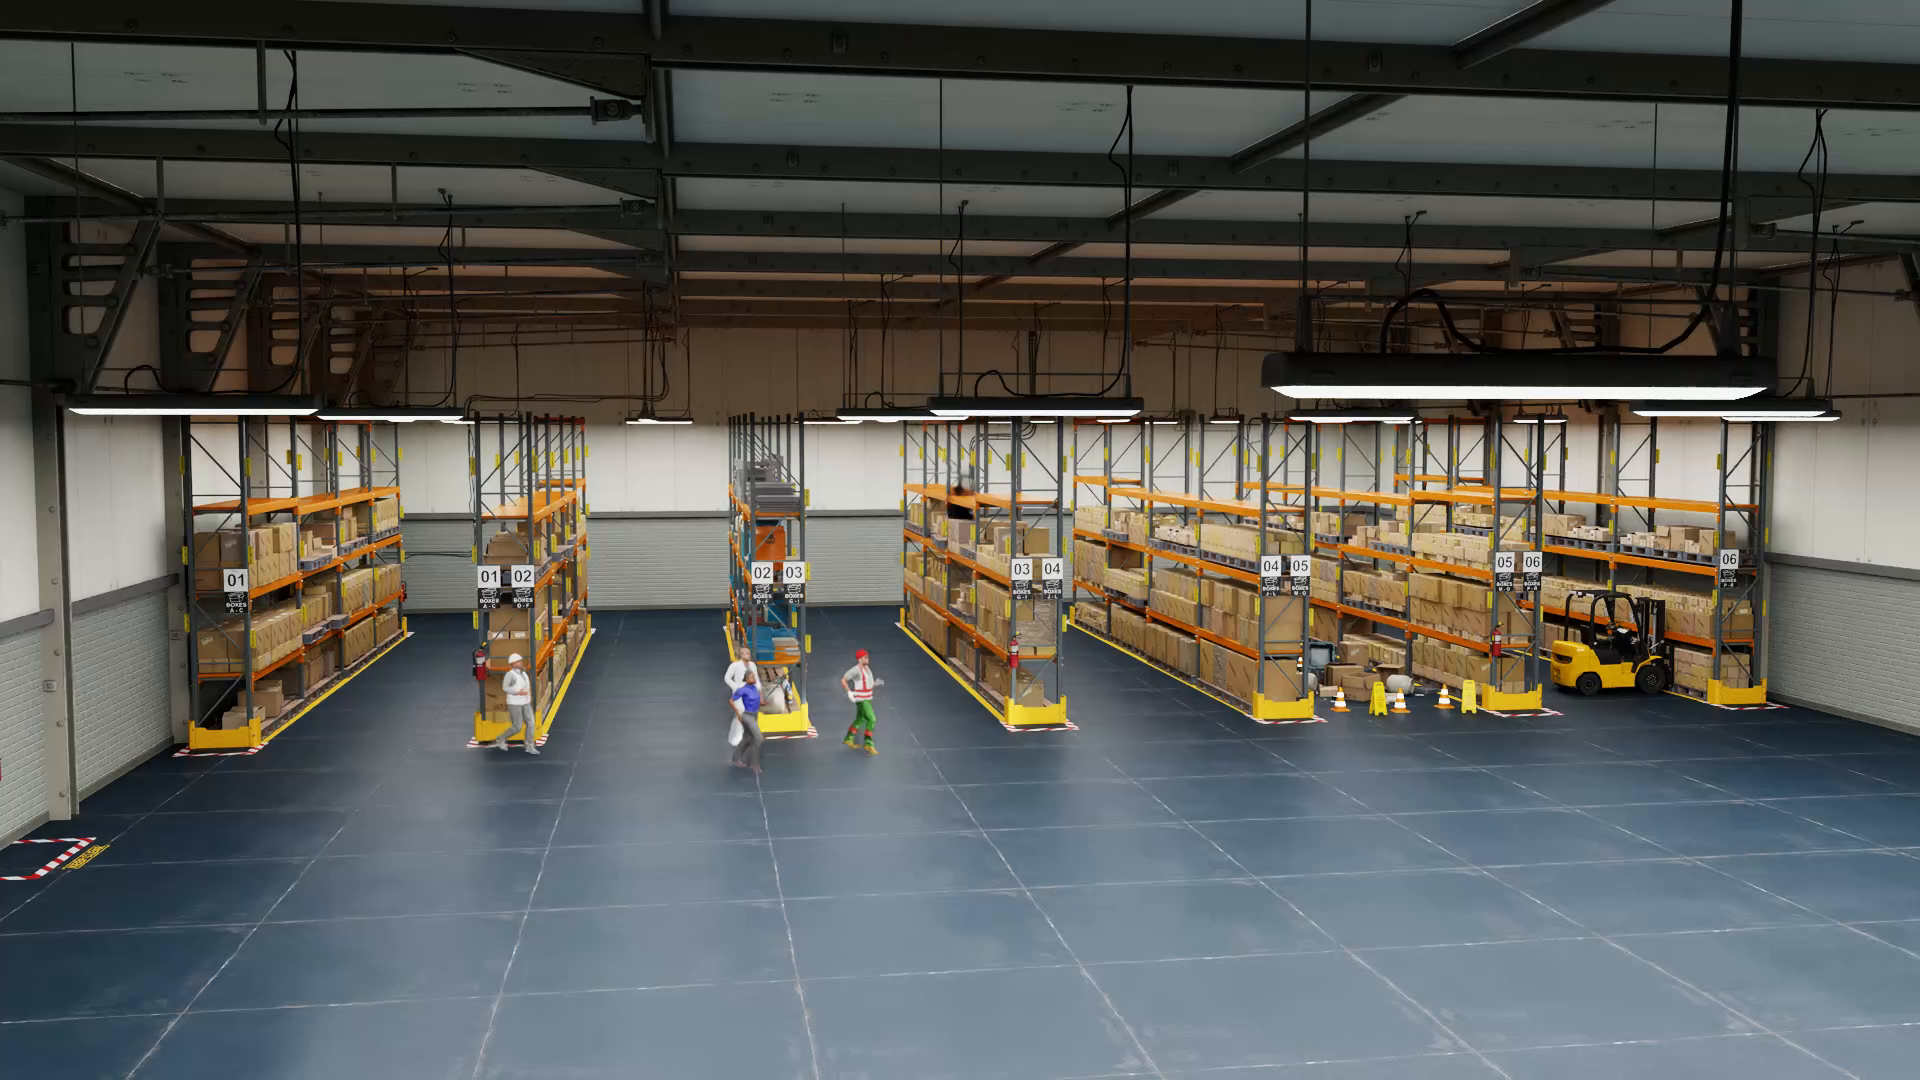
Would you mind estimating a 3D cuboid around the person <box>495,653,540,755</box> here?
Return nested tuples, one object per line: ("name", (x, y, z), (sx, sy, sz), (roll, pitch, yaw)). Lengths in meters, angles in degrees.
("person", (-7.729, 2.868, 29.054), (0.810, 1.781, 0.671), (2, 4, 22))

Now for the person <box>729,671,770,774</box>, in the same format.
("person", (-3.495, 3.065, 27.589), (0.756, 1.636, 0.535), (1, 4, 16))

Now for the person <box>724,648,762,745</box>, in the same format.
("person", (-3.879, 2.818, 30.003), (0.787, 1.735, 0.556), (-3, 5, -41))

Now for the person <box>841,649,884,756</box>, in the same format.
("person", (-1.716, 2.840, 29.154), (0.799, 1.846, 0.651), (1, 4, 20))
